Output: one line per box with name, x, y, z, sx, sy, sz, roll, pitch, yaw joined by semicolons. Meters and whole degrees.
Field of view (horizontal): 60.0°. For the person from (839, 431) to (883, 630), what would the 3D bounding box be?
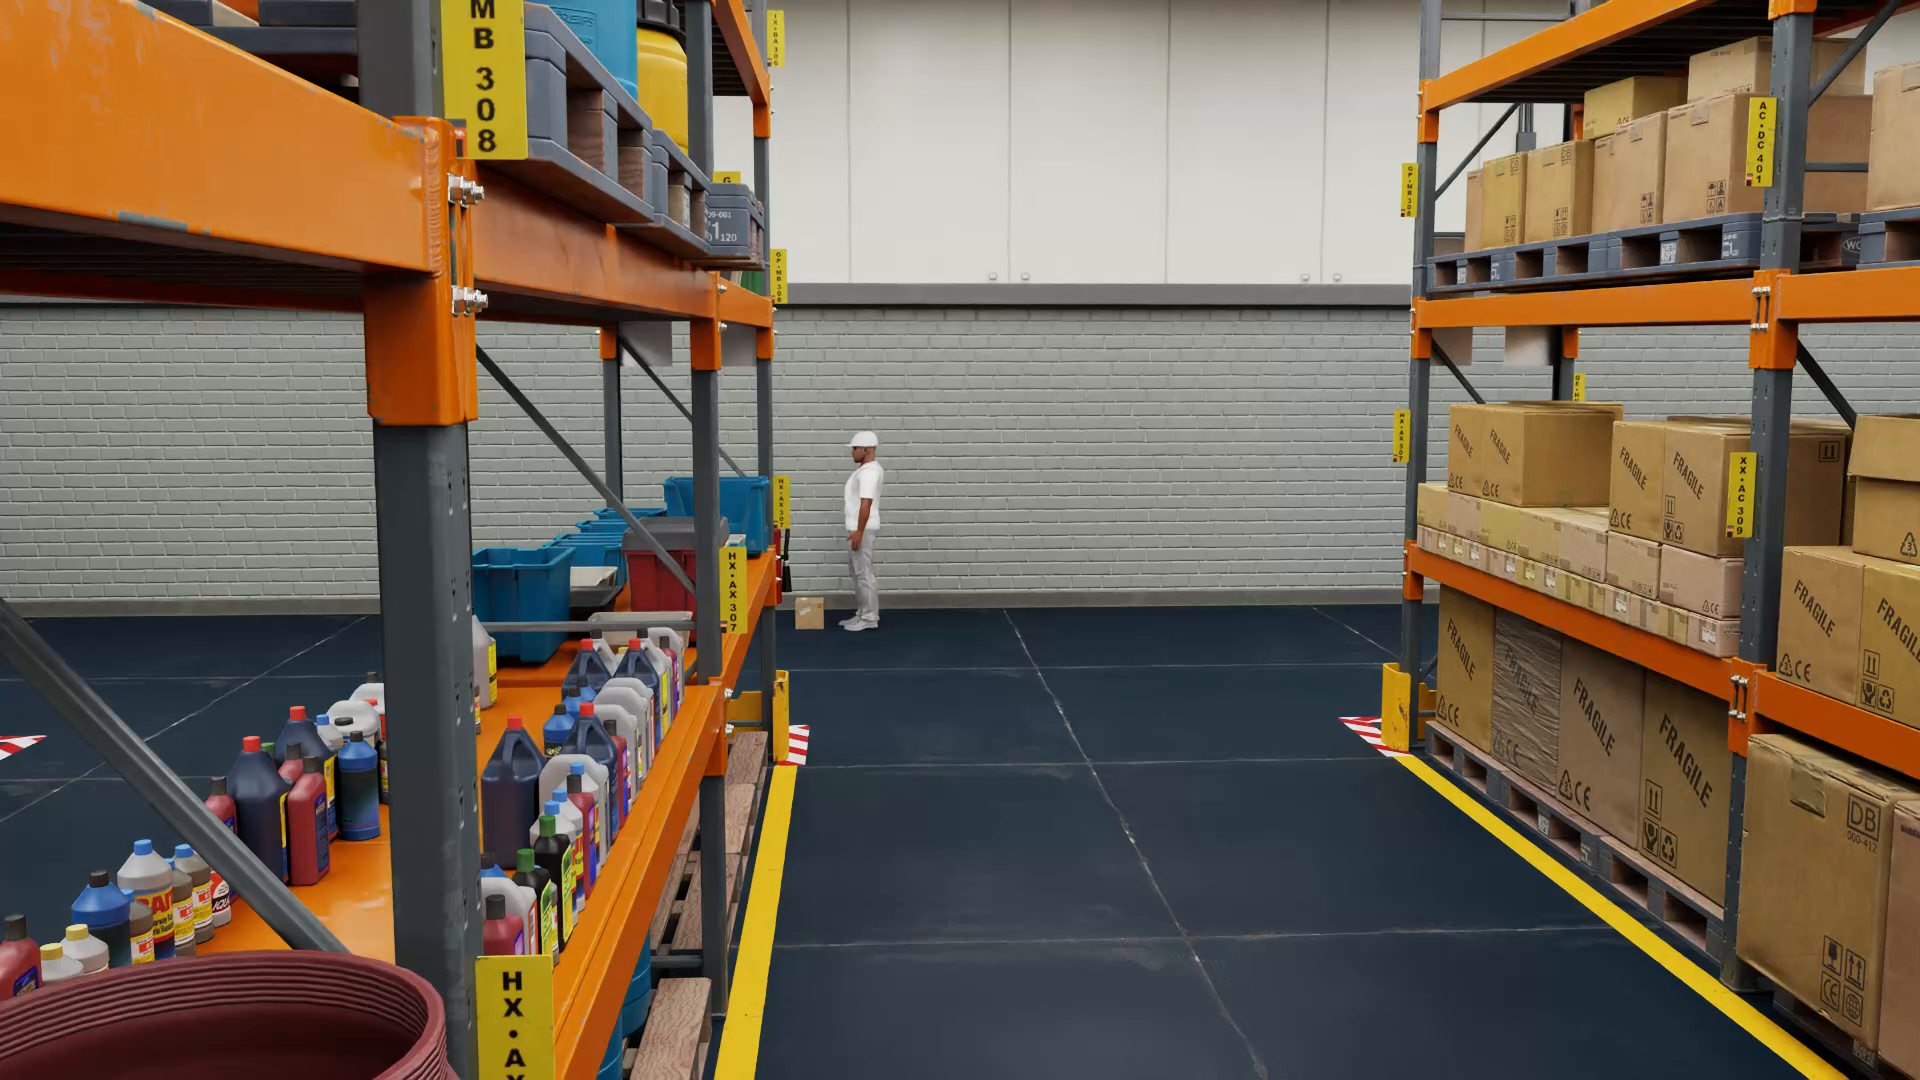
person;-0.891;-0.085;14.914;0.412;1.783;0.577;0;7;-2
